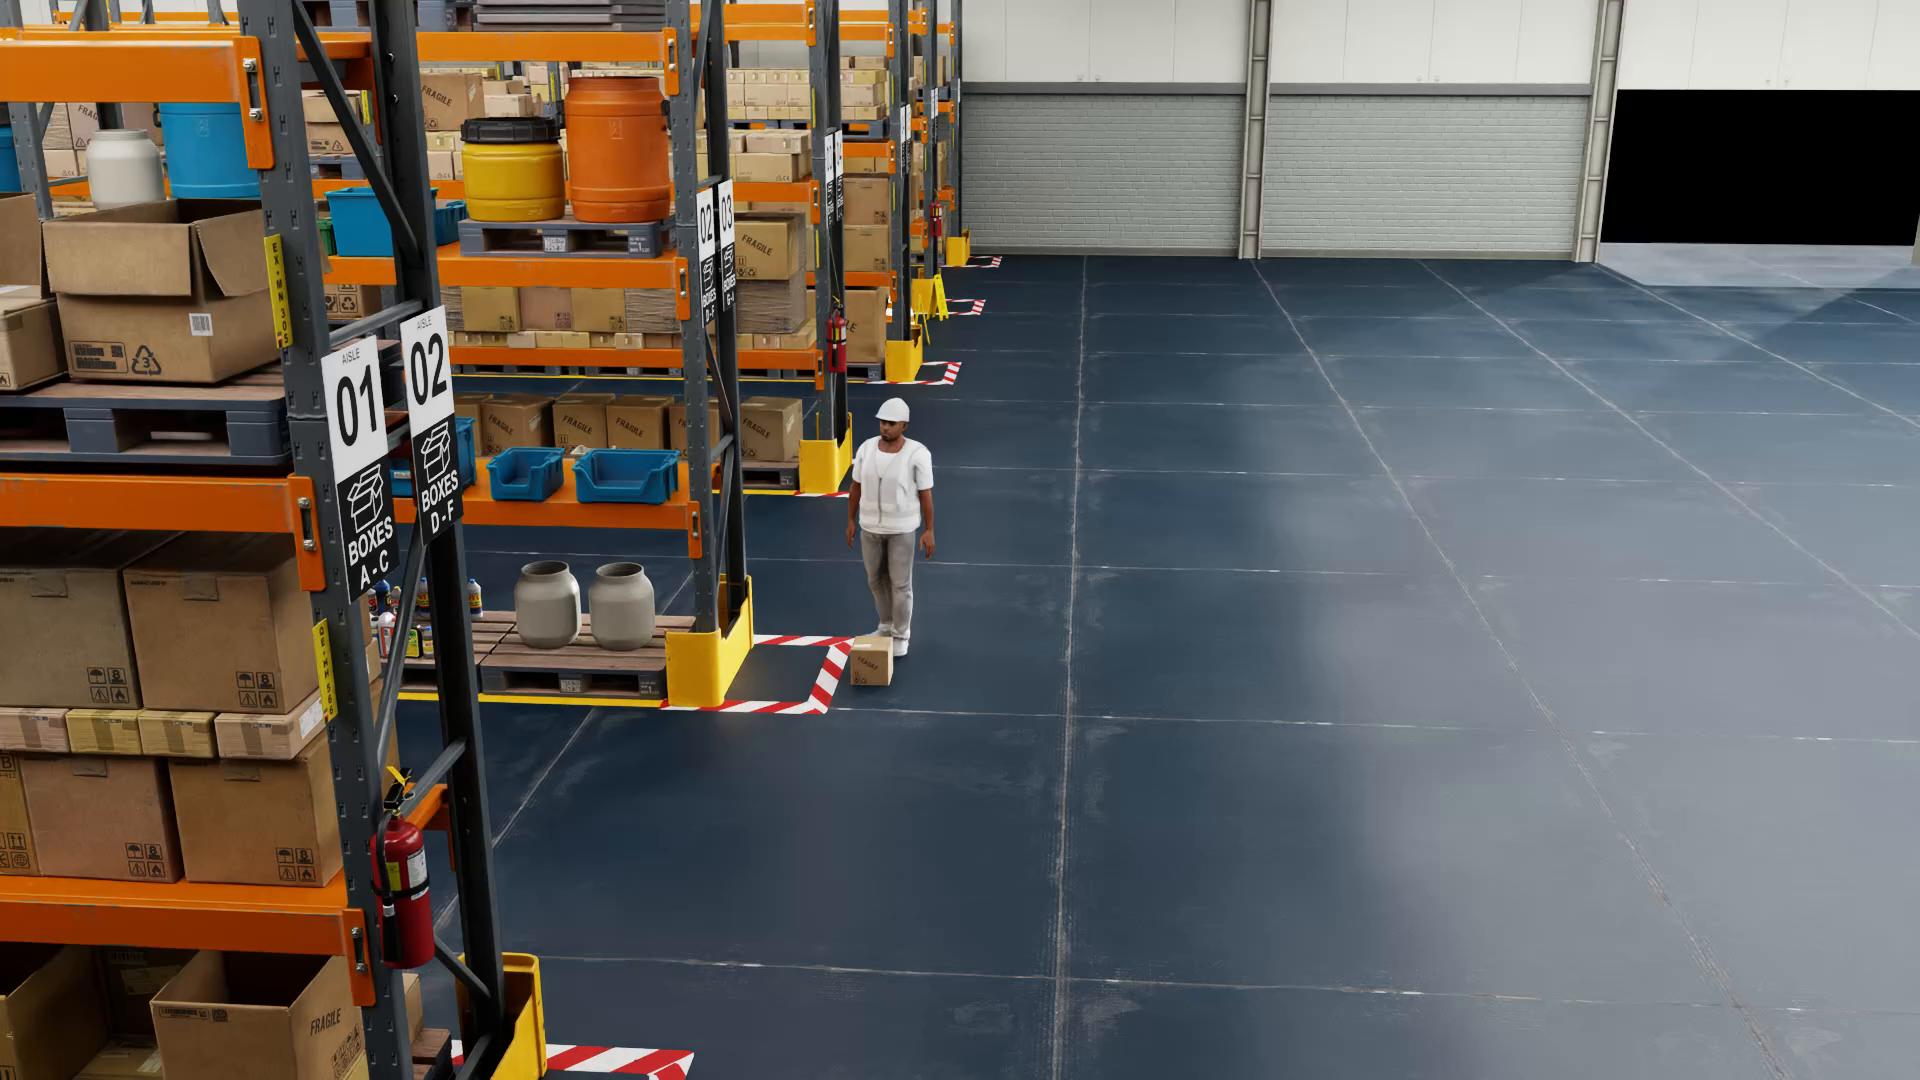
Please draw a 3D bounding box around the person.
[{"bbox_3d":[-0.476,-0.089,11.247,0.623,1.768,0.405,7,19,21],"label":"person"}]
